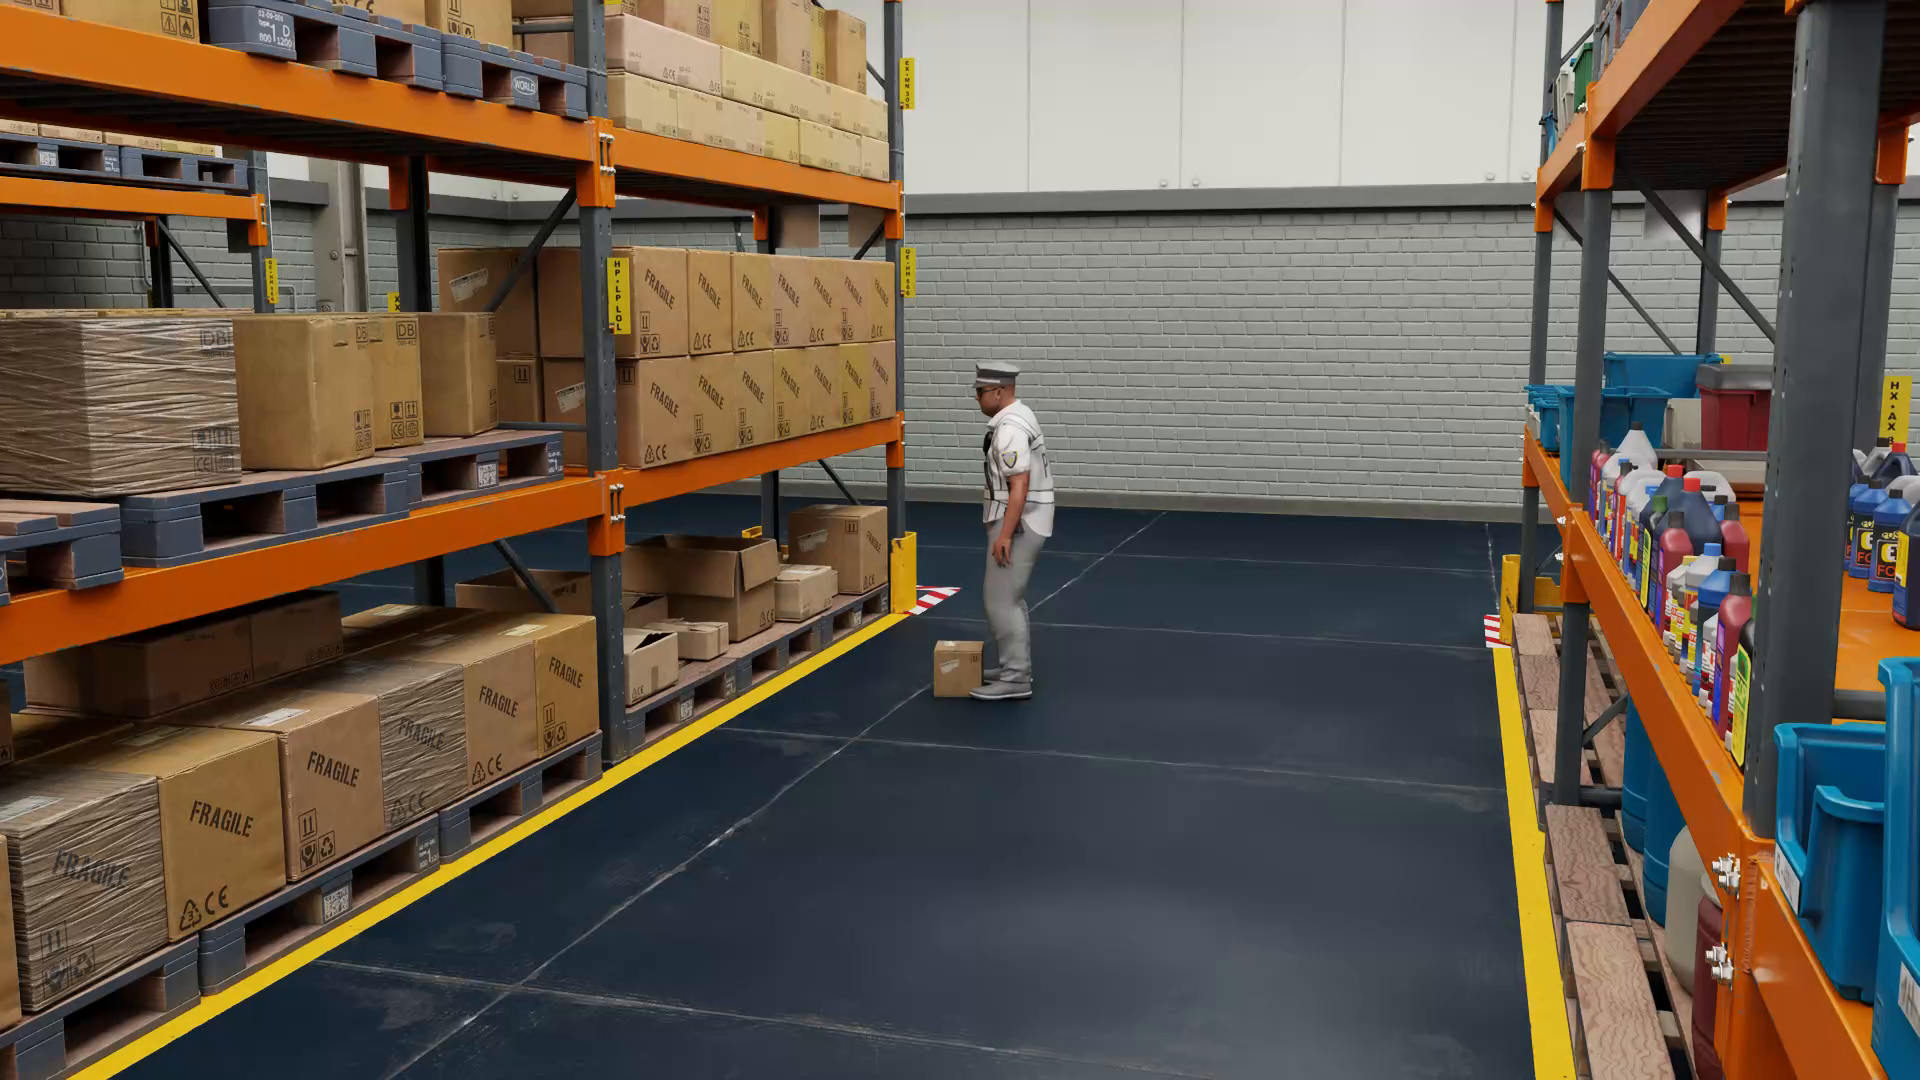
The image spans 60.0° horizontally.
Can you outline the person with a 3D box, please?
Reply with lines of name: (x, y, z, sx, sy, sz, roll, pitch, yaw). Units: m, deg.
person: (0.273, -0.055, 8.689, 0.437, 1.747, 0.600, 0, 8, 3)
